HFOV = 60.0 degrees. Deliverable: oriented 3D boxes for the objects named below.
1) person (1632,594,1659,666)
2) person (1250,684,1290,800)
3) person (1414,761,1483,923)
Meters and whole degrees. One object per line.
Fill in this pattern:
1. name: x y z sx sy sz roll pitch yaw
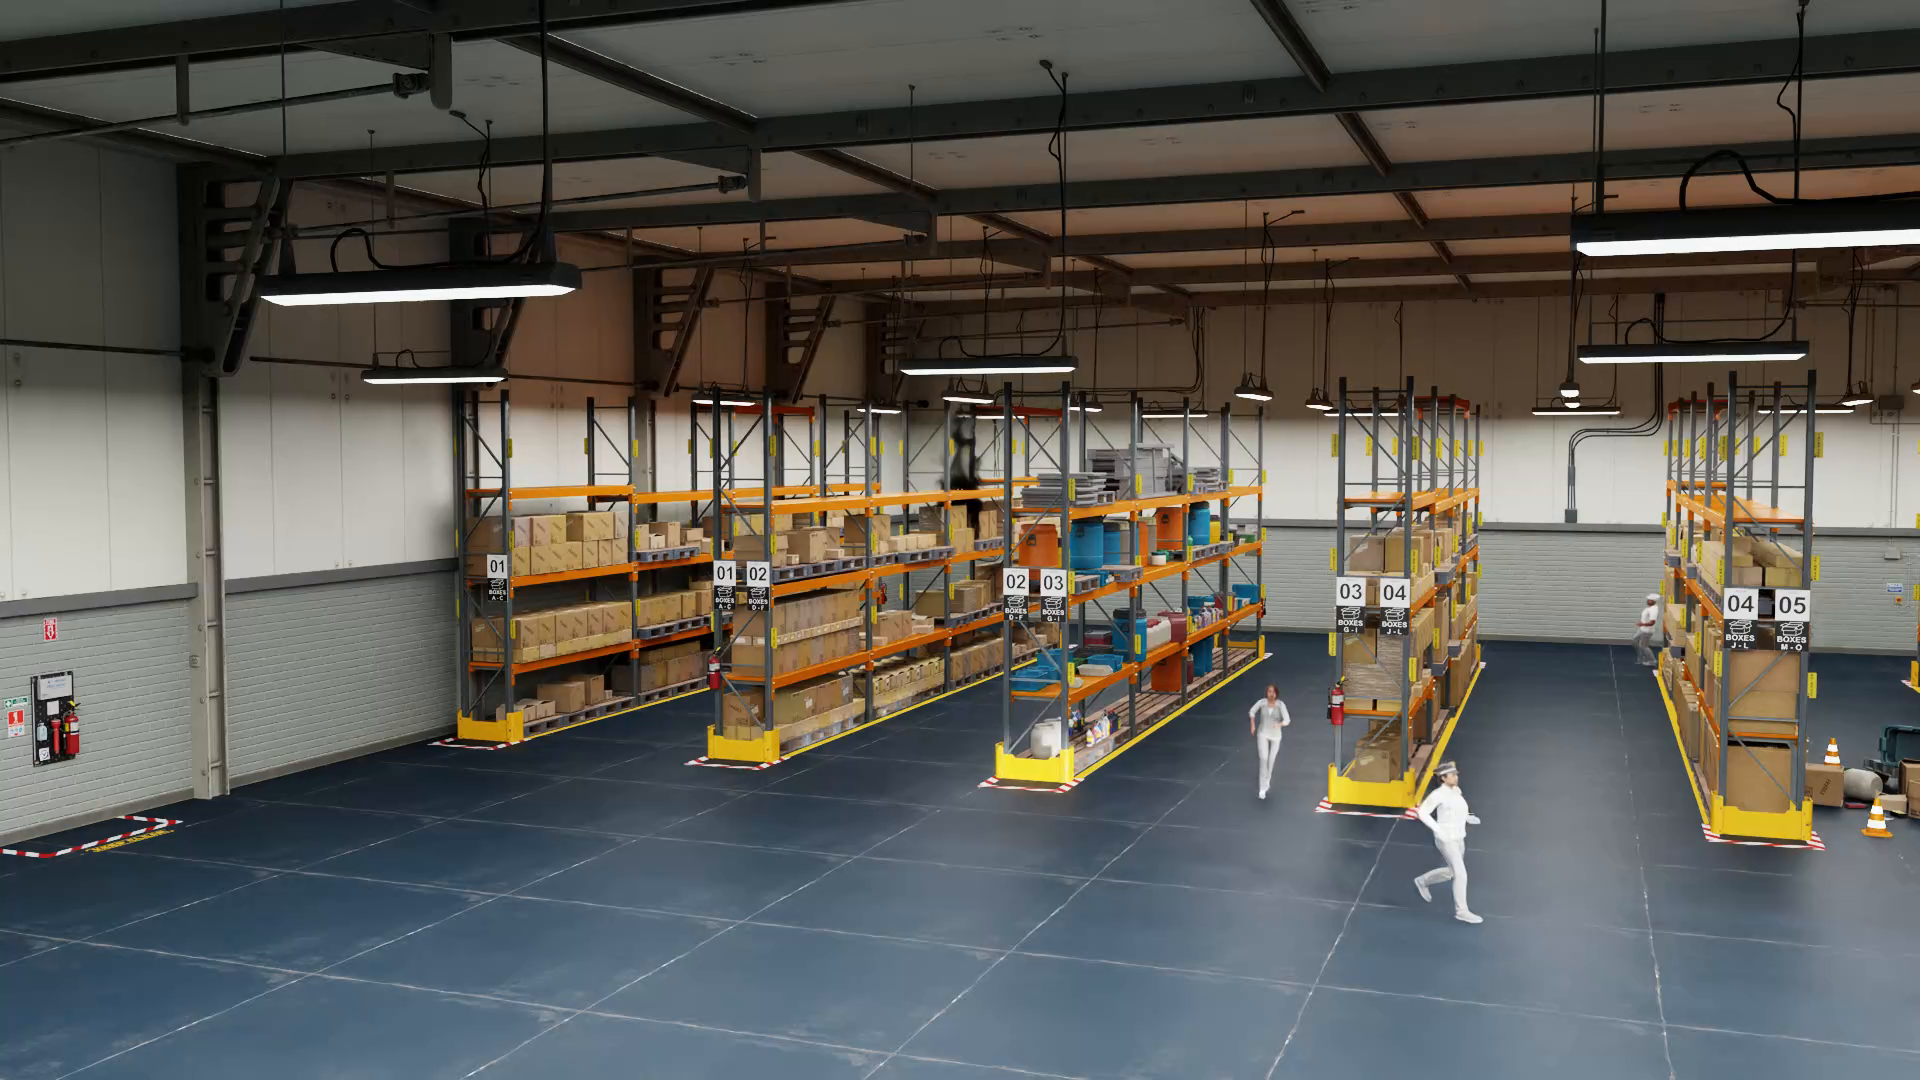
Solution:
1. person: 15.687 2.071 38.039 0.581 1.712 0.812 1 3 21
2. person: 4.471 2.893 23.977 0.539 1.615 0.736 0 3 2
3. person: 5.198 3.182 17.747 0.624 1.663 0.861 -3 4 -43
